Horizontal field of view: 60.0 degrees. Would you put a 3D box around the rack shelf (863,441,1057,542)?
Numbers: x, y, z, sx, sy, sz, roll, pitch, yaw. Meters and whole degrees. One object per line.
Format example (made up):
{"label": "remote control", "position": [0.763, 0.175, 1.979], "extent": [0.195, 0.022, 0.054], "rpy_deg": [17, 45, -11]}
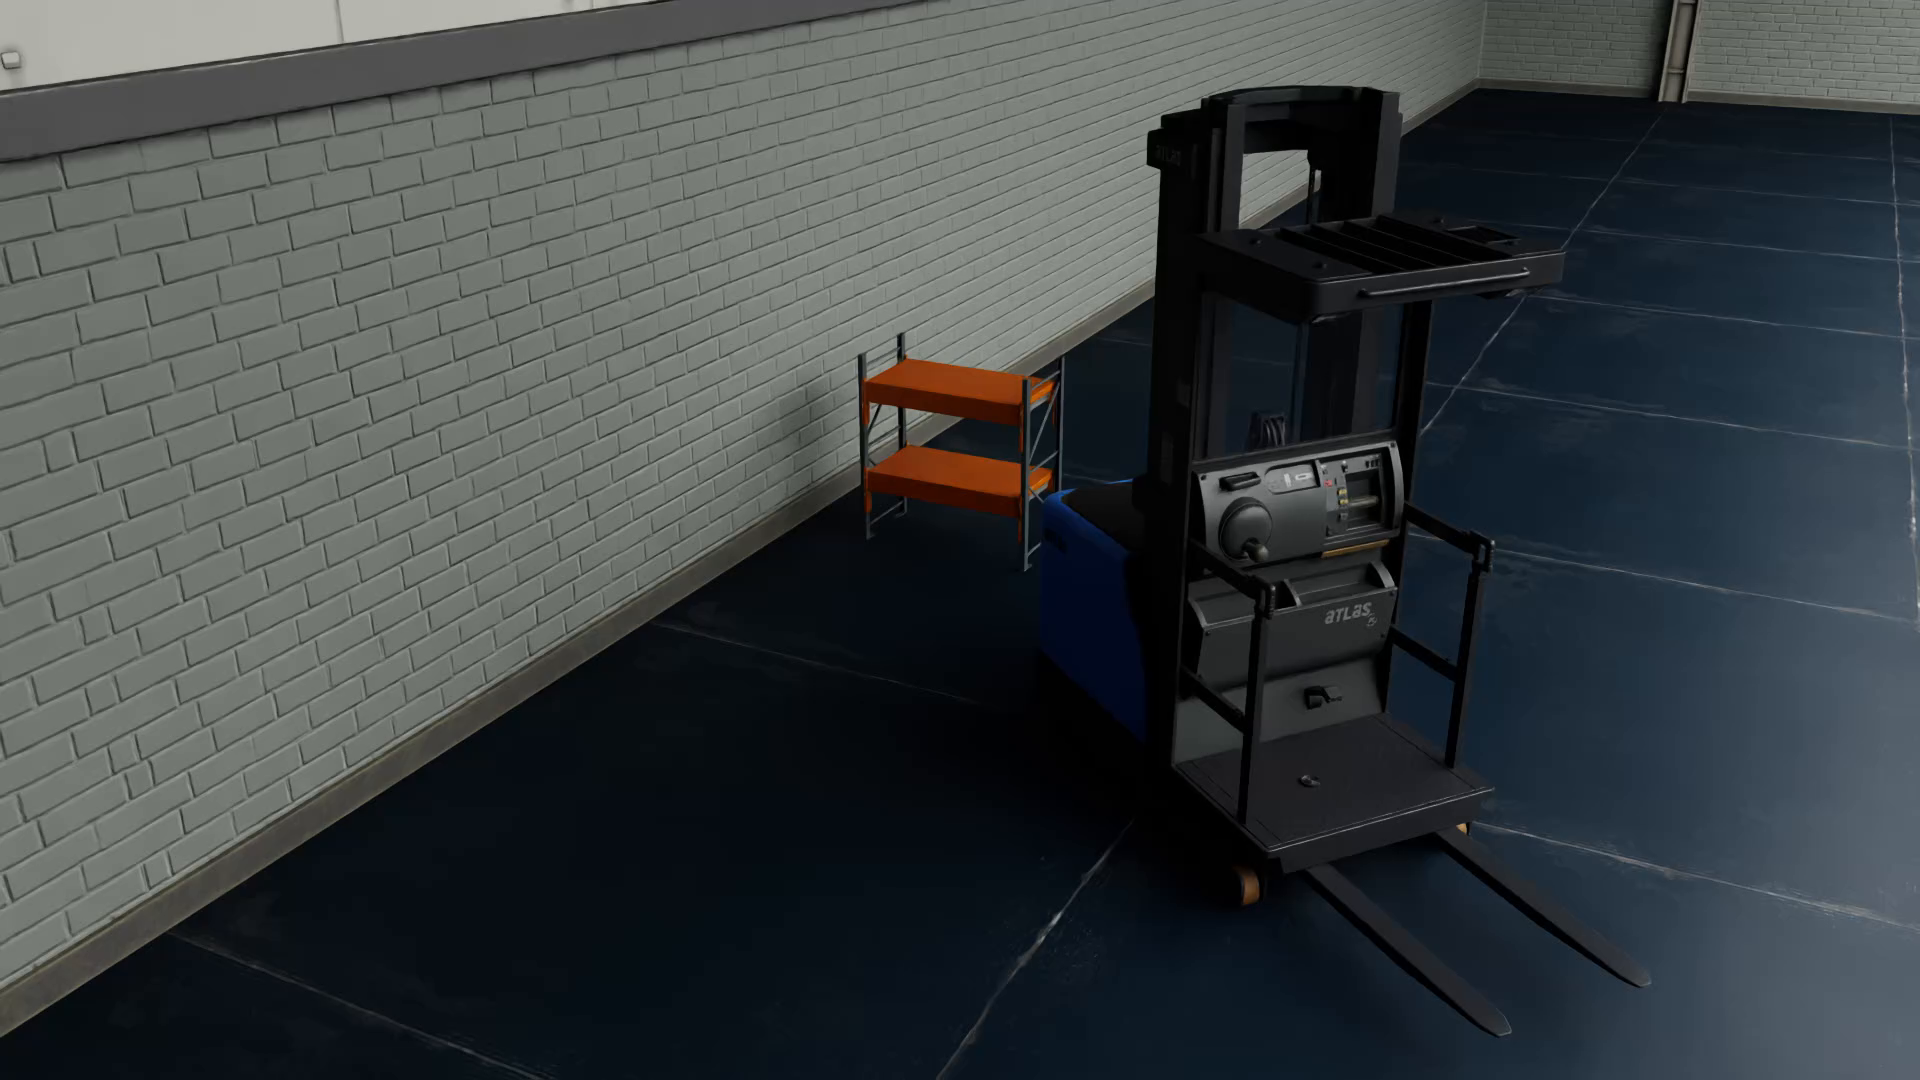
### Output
{"label": "rack shelf", "position": [0.006, -0.291, 9.623], "extent": [1.000, 0.278, 0.538], "rpy_deg": [11, 25, 25]}

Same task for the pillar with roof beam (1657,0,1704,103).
{"label": "pillar with roof beam", "position": [9.075, -9.431, 20.428], "extent": [0.400, 9.000, 9.100], "rpy_deg": [11, 25, 25]}

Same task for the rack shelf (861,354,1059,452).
{"label": "rack shelf", "position": [0.006, -0.786, 9.413], "extent": [1.000, 0.278, 0.538], "rpy_deg": [11, 25, 25]}

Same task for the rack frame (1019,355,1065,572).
{"label": "rack frame", "position": [0.460, -0.427, 9.316], "extent": [0.032, 1.125, 0.500], "rpy_deg": [11, 25, 25]}

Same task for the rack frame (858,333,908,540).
{"label": "rack frame", "position": [-0.448, -0.606, 9.738], "extent": [0.032, 1.125, 0.500], "rpy_deg": [11, 25, 25]}

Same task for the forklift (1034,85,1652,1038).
{"label": "forklift", "position": [1.423, -0.126, 6.301], "extent": [1.130, 2.935, 3.031], "rpy_deg": [-10, 25, -22]}

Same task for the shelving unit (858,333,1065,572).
{"label": "shelving unit", "position": [0.006, -0.516, 9.527], "extent": [1.048, 1.125, 0.538], "rpy_deg": [11, 25, 25]}
